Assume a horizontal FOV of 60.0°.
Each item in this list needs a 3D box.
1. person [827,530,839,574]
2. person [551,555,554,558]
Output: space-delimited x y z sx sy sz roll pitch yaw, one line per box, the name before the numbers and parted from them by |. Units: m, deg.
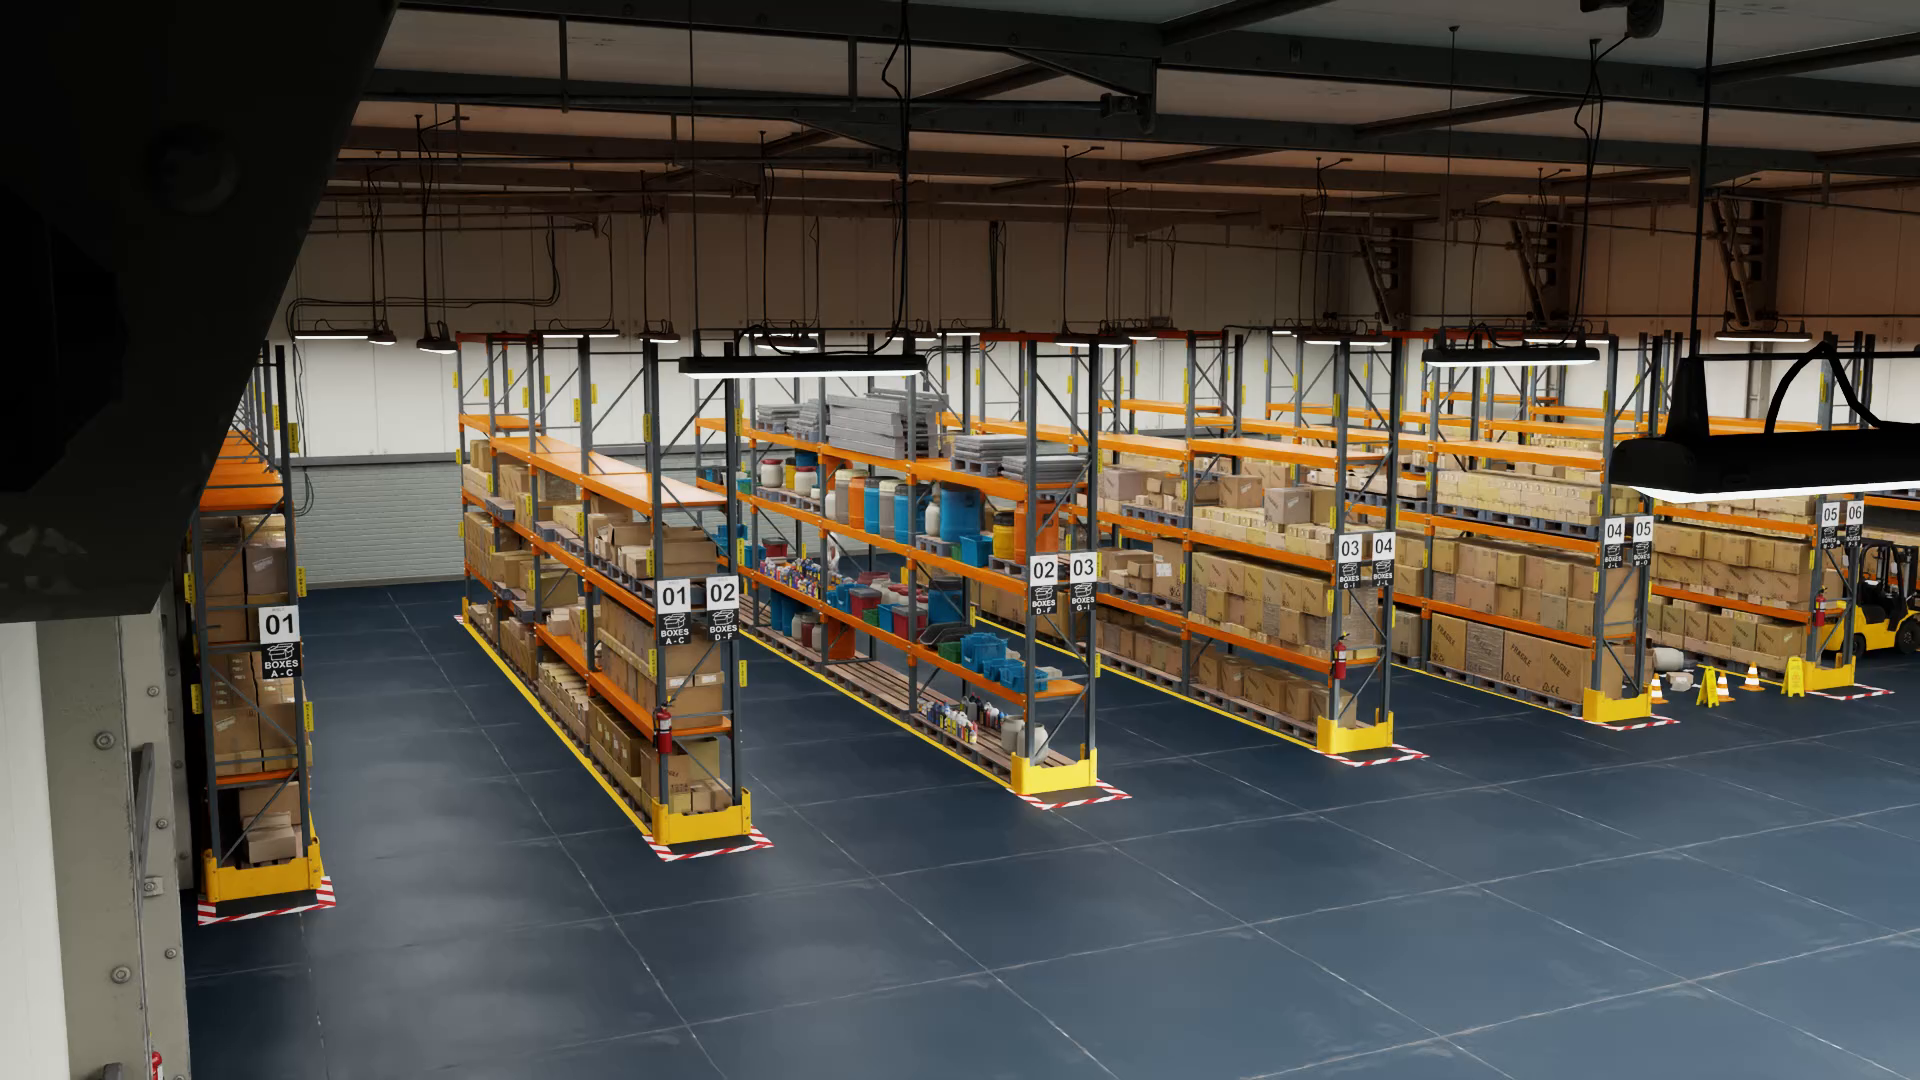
person | -2.922 0.458 37.054 0.650 1.793 0.569 1 8 10
person | -8.906 0.623 35.927 1.027 1.767 0.610 5 9 34
